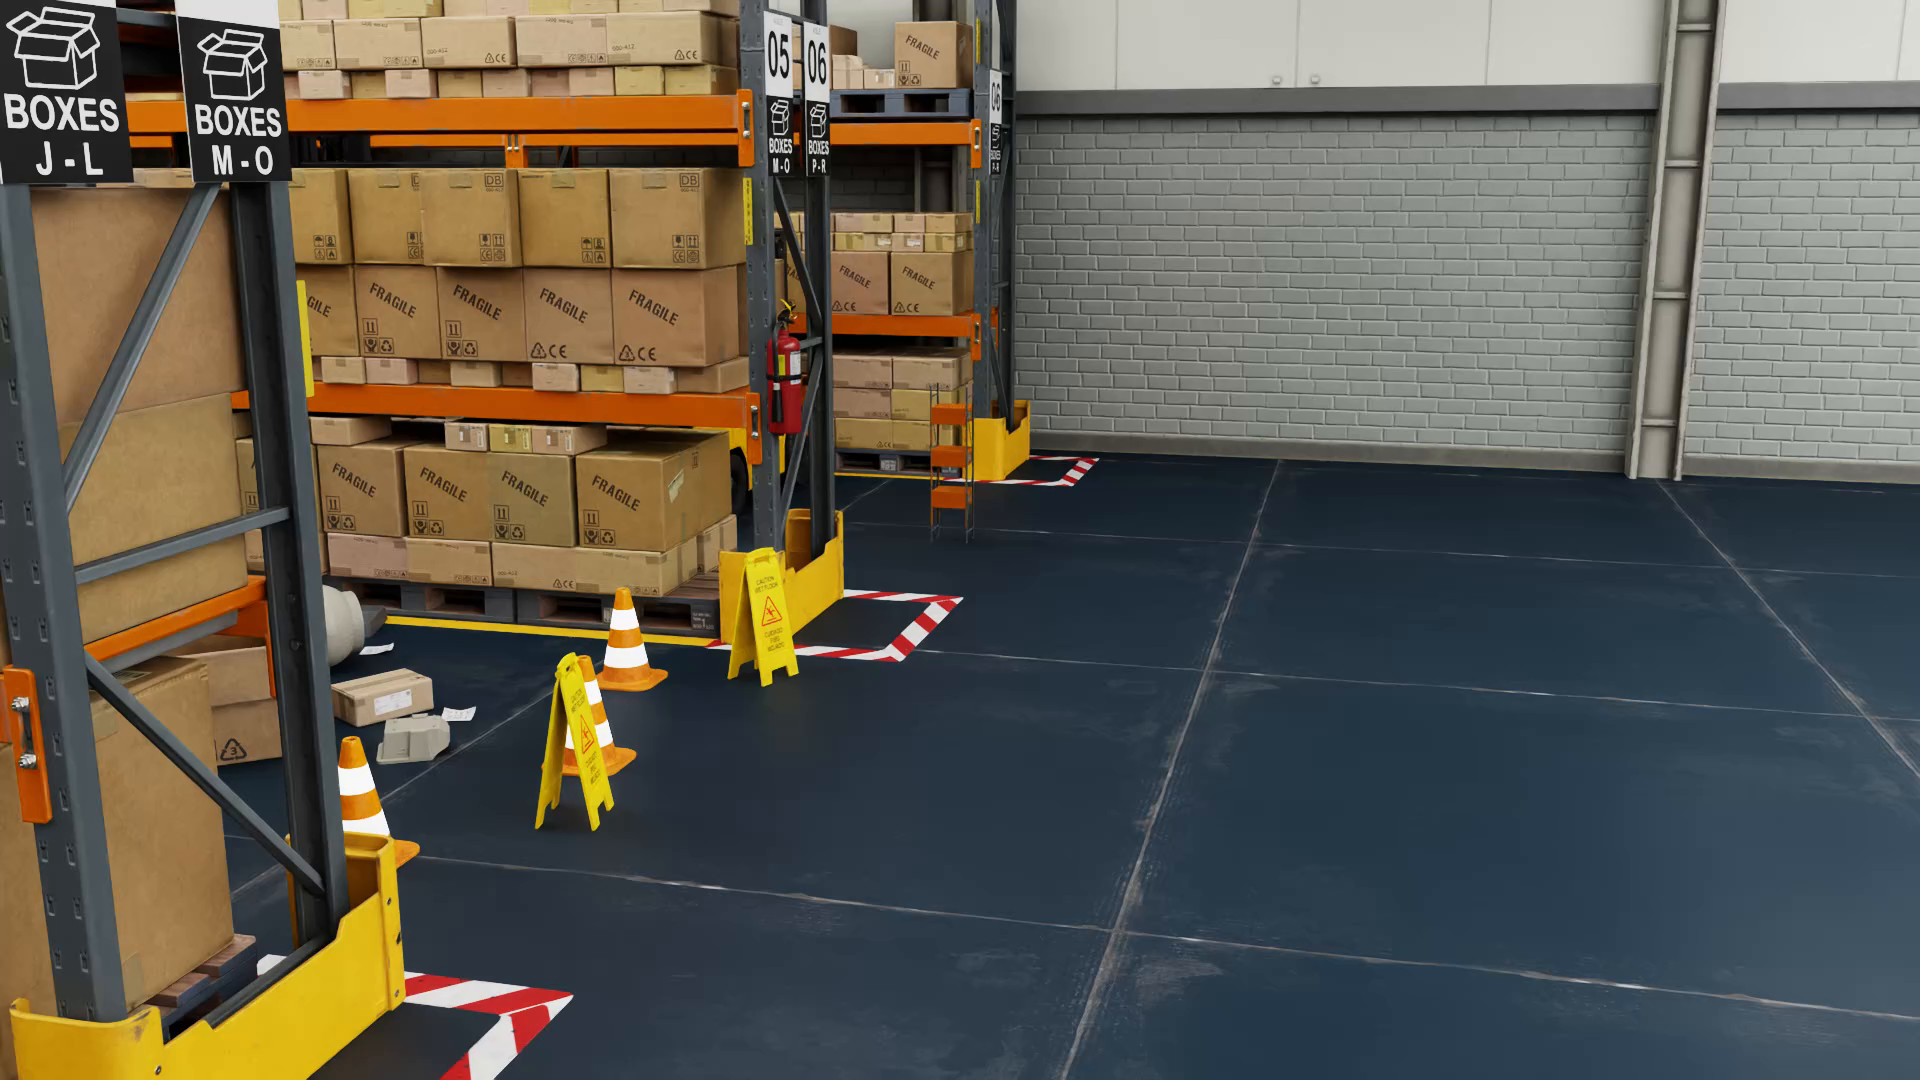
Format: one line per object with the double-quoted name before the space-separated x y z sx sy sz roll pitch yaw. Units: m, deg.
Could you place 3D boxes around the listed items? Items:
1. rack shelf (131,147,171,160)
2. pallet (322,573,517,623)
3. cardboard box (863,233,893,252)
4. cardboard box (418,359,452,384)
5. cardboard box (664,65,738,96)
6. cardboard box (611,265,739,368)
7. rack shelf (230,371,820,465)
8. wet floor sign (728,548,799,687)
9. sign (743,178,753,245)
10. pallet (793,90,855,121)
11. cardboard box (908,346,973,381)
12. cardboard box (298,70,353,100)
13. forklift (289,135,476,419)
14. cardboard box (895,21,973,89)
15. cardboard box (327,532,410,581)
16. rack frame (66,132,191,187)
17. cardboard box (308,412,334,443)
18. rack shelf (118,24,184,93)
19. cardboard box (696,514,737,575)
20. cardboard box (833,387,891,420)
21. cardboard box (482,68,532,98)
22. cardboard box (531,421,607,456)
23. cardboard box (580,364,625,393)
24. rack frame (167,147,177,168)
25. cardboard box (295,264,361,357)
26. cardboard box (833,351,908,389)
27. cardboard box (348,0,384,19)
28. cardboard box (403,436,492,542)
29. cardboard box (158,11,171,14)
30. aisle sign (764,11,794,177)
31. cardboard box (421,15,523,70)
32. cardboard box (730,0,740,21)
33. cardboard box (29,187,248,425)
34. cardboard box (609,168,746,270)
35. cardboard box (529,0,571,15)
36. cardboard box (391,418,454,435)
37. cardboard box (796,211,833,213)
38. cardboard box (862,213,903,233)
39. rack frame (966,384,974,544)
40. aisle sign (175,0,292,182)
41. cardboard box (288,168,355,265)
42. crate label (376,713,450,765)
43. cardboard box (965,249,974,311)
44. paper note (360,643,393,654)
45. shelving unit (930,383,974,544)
"rack shelf" -9.422 -3.703 15.733 4.000 0.370 1.077 3 13 14
"pallet" -2.934 0.217 9.766 1.213 0.211 1.003 3 13 14
"cardboard box" -0.610 -2.428 13.526 0.250 0.149 0.380 3 13 15
"cardboard box" -2.793 -0.962 9.223 0.250 0.149 0.380 3 13 14
"cardboard box" -1.313 -2.328 8.456 0.250 0.149 0.380 3 13 14
"cardboard box" -1.492 -1.191 8.758 0.500 0.500 0.500 3 13 13
"rack shelf" -2.841 -0.779 9.481 4.000 0.370 1.077 3 13 14
"wet floor sign" -0.971 0.358 8.132 0.232 0.644 0.267 8 15 33
"sign" -1.052 -1.630 8.254 0.005 0.325 0.100 3 13 14
"pallet" -1.582 -3.597 13.799 1.213 0.211 1.003 3 13 14
"cardboard box" -0.135 -1.486 14.077 0.500 0.250 0.500 3 13 13
"cardboard box" -3.308 -2.423 8.883 0.250 0.149 0.380 3 13 12
"forklift" -4.205 -1.746 12.339 3.031 2.935 1.130 3 13 13
"cardboard box" -0.202 -3.809 13.122 0.500 0.500 0.500 3 13 15
"cardboard box" -3.238 0.043 9.494 0.500 0.250 0.500 3 13 13
"rack frame" -4.783 -1.234 9.871 0.127 3.000 1.000 3 13 14
"cardboard box" -3.668 -0.647 9.373 0.250 0.149 0.380 4 13 16
"rack shelf" -3.929 -1.197 4.441 4.000 0.370 1.077 3 13 14
"cardboard box" -1.616 0.011 9.639 0.500 0.250 0.500 3 13 13
"cardboard box" -0.745 -1.165 13.784 0.500 0.250 0.500 3 13 13
"cardboard box" -2.295 -2.385 8.713 0.250 0.149 0.380 3 13 13
"cardboard box" -2.112 -0.564 8.999 0.250 0.149 0.380 3 13 15
"cardboard box" -1.830 -0.886 8.882 0.250 0.149 0.380 3 13 13
"rack frame" -7.481 -2.486 15.512 0.127 3.000 1.000 3 13 14
"cardboard box" -3.445 -1.297 9.236 0.500 0.500 0.500 3 13 13
"cardboard box" -0.733 -1.405 13.711 0.500 0.250 0.500 3 13 15
"cardboard box" -3.026 -2.817 8.819 0.250 0.149 0.380 3 13 15
"cardboard box" -2.735 -0.296 9.290 0.500 0.500 0.500 3 13 12
"cardboard box" -4.296 -2.873 9.071 0.250 0.149 0.380 3 13 15
"aisle sign" -0.909 -2.232 8.364 0.004 0.787 0.394 3 13 14
"cardboard box" -2.454 -2.585 8.694 0.500 0.250 0.500 3 13 15
"cardboard box" -1.195 -2.819 8.828 0.250 0.149 0.380 3 13 13
"cardboard box" -2.338 -0.608 4.210 0.550 0.550 0.875 3 13 14
"cardboard box" -1.447 -1.689 8.697 0.500 0.500 0.700 3 13 12
"cardboard box" -2.026 -2.768 8.598 0.250 0.149 0.380 3 13 14
"cardboard box" -3.154 -0.436 9.923 0.500 0.500 0.500 4 13 17
"cardboard box" -1.224 -2.734 14.215 0.250 0.149 0.380 3 13 12
"cardboard box" -0.619 -2.570 13.476 0.250 0.149 0.380 3 13 15
"rack frame" 0.066 -0.509 11.104 0.008 1.050 0.200 3 13 14
"aisle sign" -1.846 -1.309 4.206 0.004 0.787 0.394 3 13 14
"cardboard box" -3.436 -1.785 9.128 0.500 0.500 0.700 3 13 12
"crate label" -2.340 0.843 7.117 0.298 0.136 0.250 -4 13 -16
"cardboard box" -0.128 -2.203 14.009 0.500 0.500 0.500 3 13 15
"paper note" -3.026 0.562 8.628 0.148 0.019 0.142 -1 13 -6
"shelving unit" -0.052 -0.515 11.133 0.252 1.050 0.215 3 13 14
